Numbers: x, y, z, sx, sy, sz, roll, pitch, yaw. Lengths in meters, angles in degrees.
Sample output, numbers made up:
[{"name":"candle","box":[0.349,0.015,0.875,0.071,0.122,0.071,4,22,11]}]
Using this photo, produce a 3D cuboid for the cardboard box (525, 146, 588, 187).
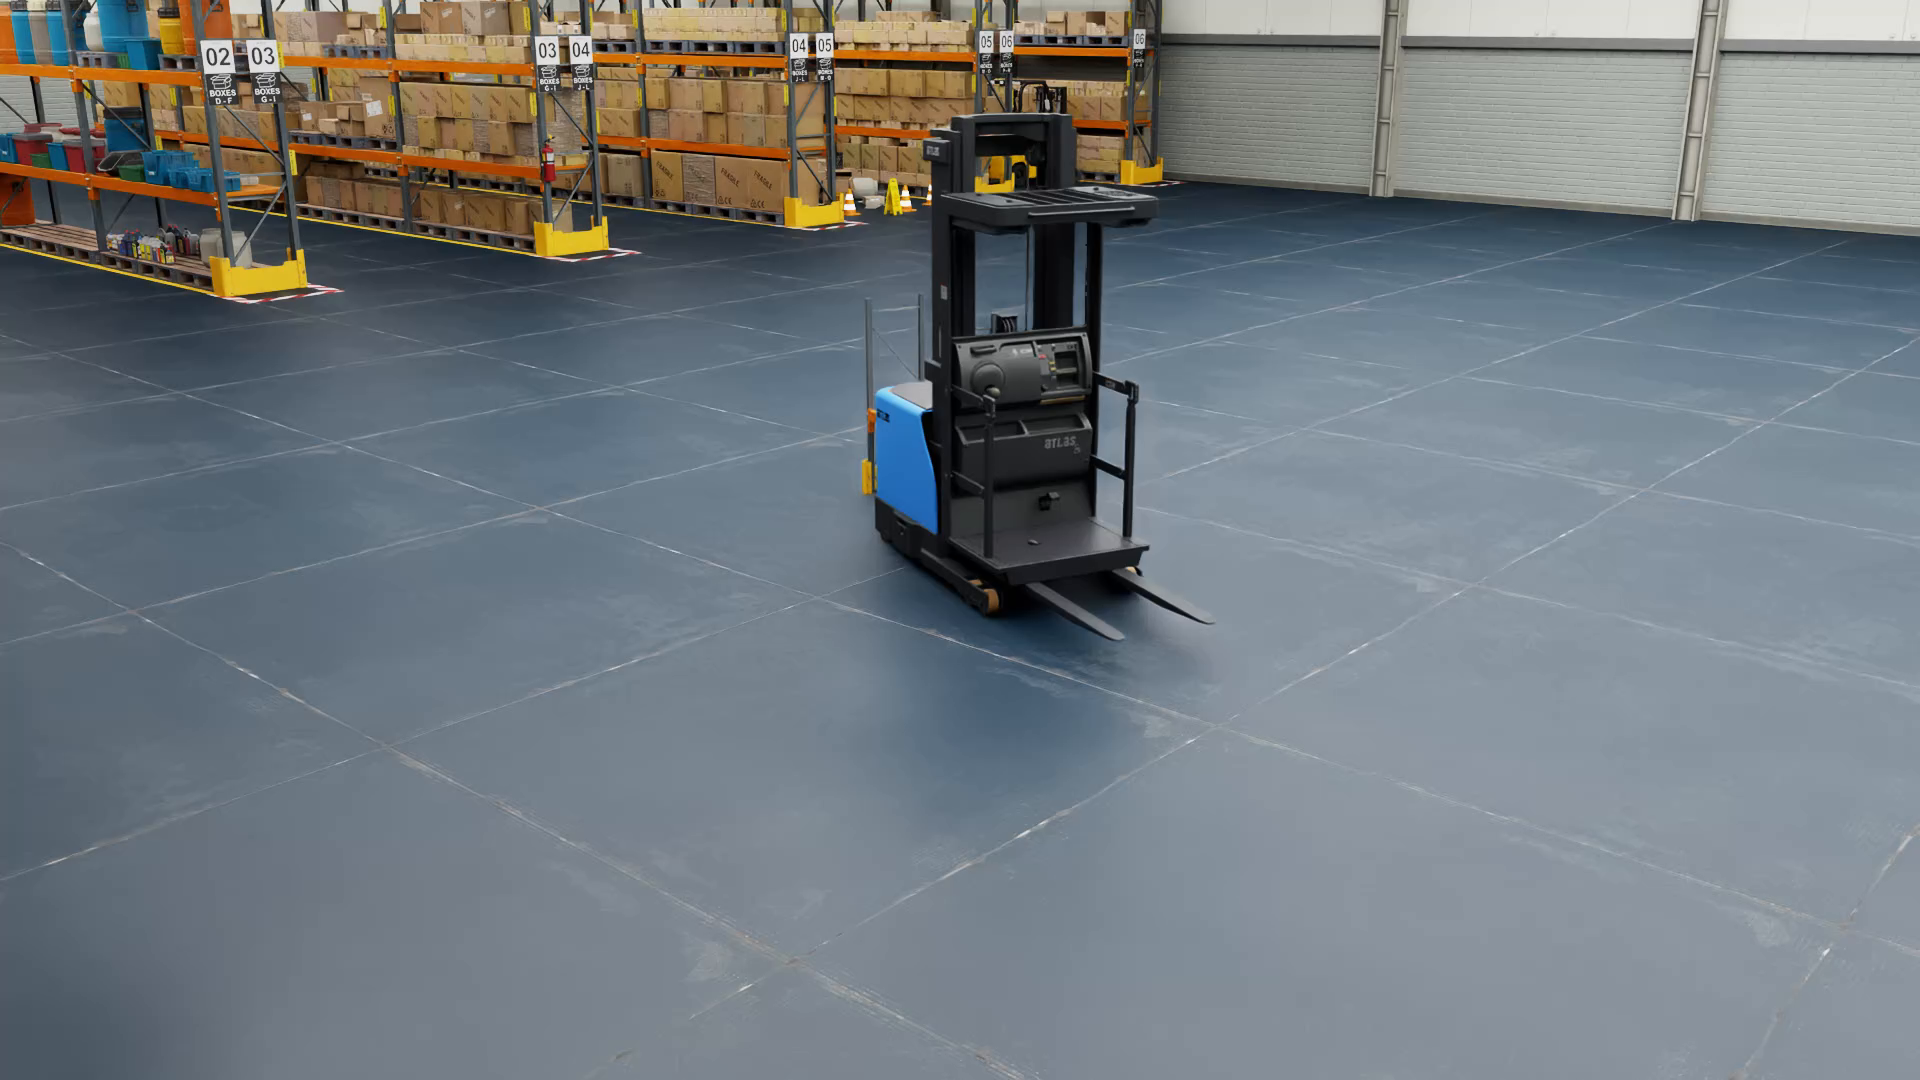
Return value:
[{"name":"cardboard box","box":[-8.150,-7.563,33.580,0.750,0.750,1.050,15,23,39]}]

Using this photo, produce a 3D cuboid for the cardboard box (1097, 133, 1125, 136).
[{"name":"cardboard box","box":[3.330,-8.840,36.779,0.500,0.250,0.500,15,23,39]}]

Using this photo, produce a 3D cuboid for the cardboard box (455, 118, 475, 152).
[{"name":"cardboard box","box":[-7.488,-6.462,26.430,0.500,0.500,0.875,15,23,39]}]

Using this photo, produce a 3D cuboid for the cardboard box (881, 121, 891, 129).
[{"name":"cardboard box","box":[-1.370,-8.400,33.609,0.250,0.149,0.380,15,23,40]}]

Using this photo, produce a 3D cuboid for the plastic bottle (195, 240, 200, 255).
[{"name":"plastic bottle","box":[-10.926,-4.209,23.888,0.097,0.201,0.097,0,18,0]}]

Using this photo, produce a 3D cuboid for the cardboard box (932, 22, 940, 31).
[{"name":"cardboard box","box":[-0.327,-9.973,32.288,0.250,0.149,0.380,15,23,40]}]

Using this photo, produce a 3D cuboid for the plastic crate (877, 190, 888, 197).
[{"name":"plastic crate","box":[-1.714,-7.022,33.679,0.583,0.080,0.402,7,19,21]}]

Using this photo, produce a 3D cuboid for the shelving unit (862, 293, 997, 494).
[{"name":"shelving unit","box":[-0.227,-0.997,12.346,0.587,1.500,1.083,-11,20,-30]}]

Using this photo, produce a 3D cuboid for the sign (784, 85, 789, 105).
[{"name":"sign","box":[-2.932,-7.516,28.103,0.005,0.325,0.100,15,23,39]}]

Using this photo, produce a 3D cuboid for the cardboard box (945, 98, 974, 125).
[{"name":"cardboard box","box":[0.059,-8.347,32.371,0.500,0.500,0.500,15,23,38]}]

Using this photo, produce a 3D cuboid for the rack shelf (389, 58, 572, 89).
[{"name":"rack shelf","box":[-7.426,-7.357,26.140,4.000,0.370,1.077,15,23,39]}]

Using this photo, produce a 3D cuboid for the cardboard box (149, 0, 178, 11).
[{"name":"cardboard box","box":[-15.604,-10.551,32.750,0.500,0.250,0.500,13,22,36]}]

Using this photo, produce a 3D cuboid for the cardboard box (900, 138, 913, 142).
[{"name":"cardboard box","box":[-1.092,-9.652,40.370,0.625,0.625,0.875,16,24,41]}]

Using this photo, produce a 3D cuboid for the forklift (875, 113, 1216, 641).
[{"name":"forklift","box":[0.501,-1.085,10.258,1.130,2.935,3.031,-8,19,-25]}]

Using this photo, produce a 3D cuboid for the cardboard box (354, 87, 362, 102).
[{"name":"cardboard box","box":[-13.216,-9.916,37.316,0.500,0.500,0.500,14,23,38]}]

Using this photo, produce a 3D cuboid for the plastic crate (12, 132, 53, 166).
[{"name":"plastic crate","box":[-14.195,-5.992,25.500,0.583,0.464,0.402,15,23,39]}]

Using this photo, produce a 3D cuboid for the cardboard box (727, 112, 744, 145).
[{"name":"cardboard box","box":[-3.631,-7.353,29.648,0.550,0.550,0.875,15,23,39]}]

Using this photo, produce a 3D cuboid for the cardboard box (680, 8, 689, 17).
[{"name":"cardboard box","box":[-4.743,-9.358,29.491,0.250,0.149,0.380,15,23,40]}]

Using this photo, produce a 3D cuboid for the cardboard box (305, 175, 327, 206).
[{"name":"cardboard box","box":[-11.399,-6.364,30.183,0.500,0.500,0.700,14,22,36]}]

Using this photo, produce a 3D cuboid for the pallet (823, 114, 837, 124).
[{"name":"pallet","box":[-2.819,-9.009,35.431,1.213,0.211,1.003,15,23,39]}]

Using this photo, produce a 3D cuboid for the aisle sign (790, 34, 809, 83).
[{"name":"aisle sign","box":[-2.708,-8.128,28.040,0.004,0.787,0.394,15,23,39]}]

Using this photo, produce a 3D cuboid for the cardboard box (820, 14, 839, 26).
[{"name":"cardboard box","box":[-2.862,-10.799,34.521,0.500,0.250,0.500,16,23,40]}]

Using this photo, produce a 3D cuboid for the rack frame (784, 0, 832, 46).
[{"name":"rack frame","box":[-2.562,-9.830,27.784,0.127,3.000,1.000,15,23,39]}]

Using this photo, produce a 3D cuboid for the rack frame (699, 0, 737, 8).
[{"name":"rack frame","box":[-5.335,-12.577,36.438,0.127,3.000,1.000,15,23,39]}]

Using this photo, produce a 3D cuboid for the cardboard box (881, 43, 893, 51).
[{"name":"cardboard box","box":[-1.367,-9.828,33.149,0.250,0.149,0.380,14,23,38]}]

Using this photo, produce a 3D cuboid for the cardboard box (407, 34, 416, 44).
[{"name":"cardboard box","box":[-8.639,-8.047,26.714,0.250,0.149,0.380,14,22,37]}]

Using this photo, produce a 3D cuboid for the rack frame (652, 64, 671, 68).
[{"name":"rack frame","box":[-8.027,-12.448,45.948,0.127,3.000,1.000,15,23,39]}]

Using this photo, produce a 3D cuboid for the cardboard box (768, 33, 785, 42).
[{"name":"cardboard box","box":[-3.036,-8.519,28.166,0.250,0.149,0.380,15,23,39]}]

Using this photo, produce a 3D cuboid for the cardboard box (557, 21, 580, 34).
[{"name":"cardboard box","box":[-7.391,-9.814,31.978,0.500,0.311,0.500,15,23,38]}]

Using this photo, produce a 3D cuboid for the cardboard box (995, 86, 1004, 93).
[{"name":"cardboard box","box":[1.012,-10.271,37.854,0.250,0.149,0.380,15,23,38]}]

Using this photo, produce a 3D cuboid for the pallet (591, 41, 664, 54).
[{"name":"pallet","box":[-6.272,-9.286,31.342,1.217,0.209,0.805,14,22,37]}]

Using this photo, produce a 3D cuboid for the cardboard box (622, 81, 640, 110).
[{"name":"cardboard box","box":[-5.929,-8.397,31.366,0.500,0.500,0.700,15,23,38]}]

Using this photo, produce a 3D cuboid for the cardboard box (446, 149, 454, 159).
[{"name":"cardboard box","box":[-8.009,-6.196,26.665,0.250,0.149,0.380,15,23,39]}]

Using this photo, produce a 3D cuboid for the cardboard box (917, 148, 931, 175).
[{"name":"cardboard box","box":[-0.517,-7.564,33.172,0.500,0.500,0.500,16,24,41]}]

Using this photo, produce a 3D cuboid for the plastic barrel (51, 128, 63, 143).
[{"name":"plastic barrel","box":[-13.975,-6.165,25.968,0.421,0.512,0.421,0,18,0]}]

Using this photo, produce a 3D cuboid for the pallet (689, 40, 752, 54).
[{"name":"pallet","box":[-4.040,-8.750,29.485,1.213,0.211,1.003,15,23,39]}]

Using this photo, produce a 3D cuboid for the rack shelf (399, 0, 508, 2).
[{"name":"rack shelf","box":[-10.041,-11.305,34.280,4.000,0.370,1.077,15,23,39]}]

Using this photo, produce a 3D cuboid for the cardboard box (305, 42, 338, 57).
[{"name":"cardboard box","box":[-10.956,-8.477,28.728,0.500,0.250,0.500,16,23,40]}]

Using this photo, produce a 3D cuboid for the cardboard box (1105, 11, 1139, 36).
[{"name":"cardboard box","box":[3.447,-10.994,35.384,0.500,0.500,0.500,16,24,41]}]

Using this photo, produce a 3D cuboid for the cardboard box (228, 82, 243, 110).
[{"name":"cardboard box","box":[-13.441,-8.416,31.422,0.637,0.503,0.797,16,24,41]}]

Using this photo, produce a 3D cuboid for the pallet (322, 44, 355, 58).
[{"name":"pallet","box":[-10.090,-8.368,28.445,1.003,0.211,1.213,15,23,39]}]

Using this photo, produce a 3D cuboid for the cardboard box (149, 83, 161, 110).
[{"name":"cardboard box","box":[-15.798,-8.840,33.096,0.500,0.500,0.500,15,23,40]}]

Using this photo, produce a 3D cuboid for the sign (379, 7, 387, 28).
[{"name":"sign","box":[-9.287,-8.410,26.761,0.005,0.325,0.100,15,23,39]}]

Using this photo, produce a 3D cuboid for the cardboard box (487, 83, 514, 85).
[{"name":"cardboard box","box":[-7.282,-7.008,26.499,0.500,0.500,0.500,15,23,39]}]

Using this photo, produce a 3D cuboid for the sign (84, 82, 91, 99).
[{"name":"sign","box":[-18.270,-9.408,34.808,0.005,0.325,0.100,15,23,39]}]

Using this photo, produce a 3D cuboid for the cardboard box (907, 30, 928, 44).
[{"name":"cardboard box","box":[-0.680,-9.857,32.584,0.500,0.250,0.500,16,24,41]}]

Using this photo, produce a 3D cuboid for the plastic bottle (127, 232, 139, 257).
[{"name":"plastic bottle","box":[-11.740,-4.205,23.628,0.185,0.351,0.144,14,22,37]}]

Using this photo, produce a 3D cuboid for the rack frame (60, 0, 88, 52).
[{"name":"rack frame","box":[-12.209,-8.411,23.312,0.127,3.000,1.000,15,23,39]}]
